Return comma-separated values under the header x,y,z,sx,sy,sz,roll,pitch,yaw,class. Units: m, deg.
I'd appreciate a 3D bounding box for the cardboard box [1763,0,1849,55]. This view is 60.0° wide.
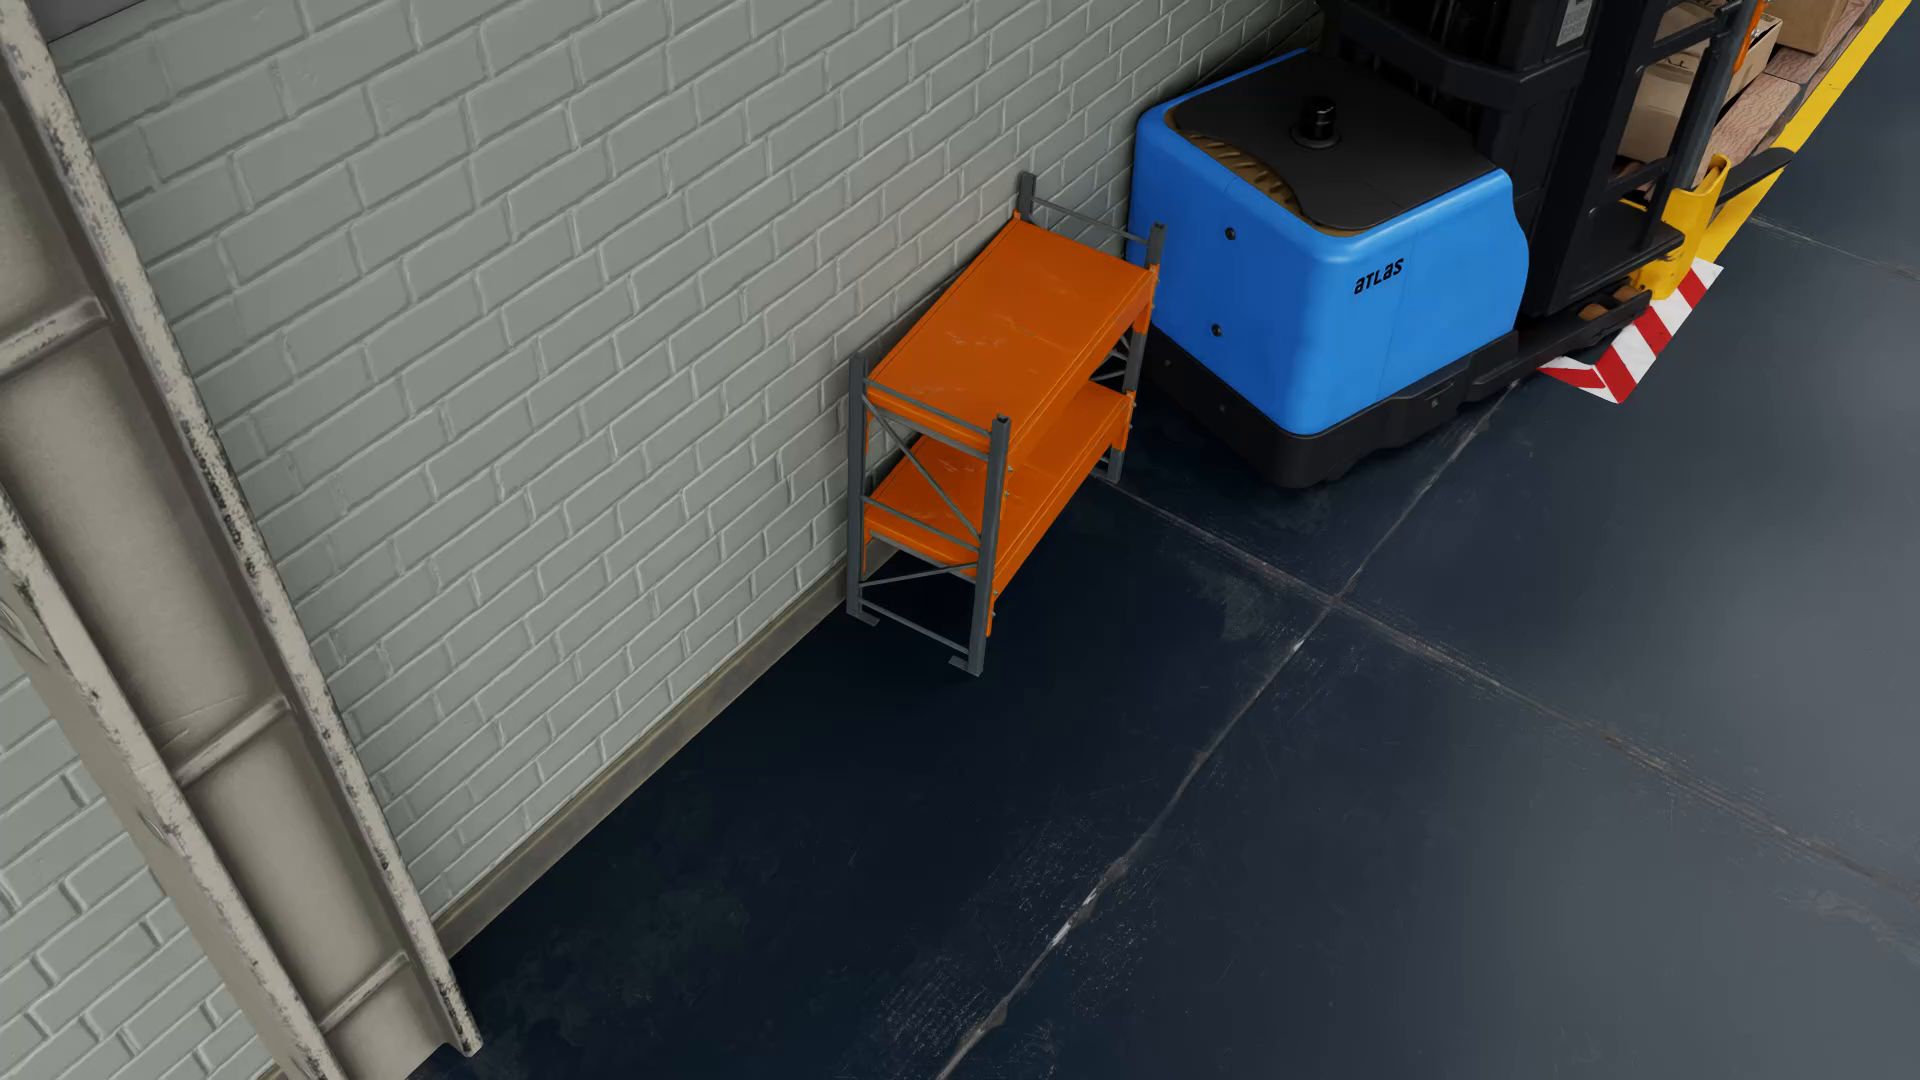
x,y,z,sx,sy,sz,roll,pitch,yaw,class
3.739,-2.661,7.642,0.700,0.500,0.500,26,52,23,cardboard box

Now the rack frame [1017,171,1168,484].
x,y,z,sx,sy,sz,roll,pitch,yaw,class
0.383,-0.684,5.604,0.500,1.125,0.032,25,51,17,rack frame

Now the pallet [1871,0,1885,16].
x,y,z,sx,sy,sz,roll,pitch,yaw,class
4.471,-3.218,8.678,1.003,0.211,1.213,29,53,25,pallet

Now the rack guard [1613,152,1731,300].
x,y,z,sx,sy,sz,roll,pitch,yaw,class
2.455,-1.472,6.811,1.175,0.500,0.348,29,53,25,rack guard

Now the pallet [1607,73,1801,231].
x,y,z,sx,sy,sz,roll,pitch,yaw,class
2.980,-1.822,7.344,1.003,0.211,1.213,29,53,25,pallet

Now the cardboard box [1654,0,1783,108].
x,y,z,sx,sy,sz,roll,pitch,yaw,class
3.251,-2.198,7.330,0.500,0.311,0.500,34,55,28,cardboard box

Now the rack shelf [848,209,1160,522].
x,y,z,sx,sy,sz,roll,pitch,yaw,class
0.150,-0.560,5.081,0.538,0.278,1.000,25,51,17,rack shelf

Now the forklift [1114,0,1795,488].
x,y,z,sx,sy,sz,roll,pitch,yaw,class
2.087,-2.053,5.684,3.031,2.935,1.130,-27,52,-23,forklift

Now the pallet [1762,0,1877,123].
x,y,z,sx,sy,sz,roll,pitch,yaw,class
3.726,-2.517,8.008,1.003,0.211,1.213,29,53,25,pallet

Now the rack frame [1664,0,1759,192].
x,y,z,sx,sy,sz,roll,pitch,yaw,class
2.409,-2.292,5.865,1.000,3.000,0.127,29,53,25,rack frame

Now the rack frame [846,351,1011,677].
x,y,z,sx,sy,sz,roll,pitch,yaw,class
-0.118,-0.045,4.992,0.500,1.125,0.032,25,51,17,rack frame

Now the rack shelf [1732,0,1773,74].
x,y,z,sx,sy,sz,roll,pitch,yaw,class
3.631,-3.188,7.218,1.077,0.370,4.000,29,53,25,rack shelf

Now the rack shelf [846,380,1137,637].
x,y,z,sx,sy,sz,roll,pitch,yaw,class
0.118,-0.202,5.480,0.538,0.278,1.000,25,51,17,rack shelf

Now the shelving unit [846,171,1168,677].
x,y,z,sx,sy,sz,roll,pitch,yaw,class
0.132,-0.365,5.298,0.538,1.125,1.048,25,51,17,shelving unit

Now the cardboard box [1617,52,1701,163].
x,y,z,sx,sy,sz,roll,pitch,yaw,class
2.903,-1.871,7.018,0.500,0.311,0.500,24,51,21,cardboard box
